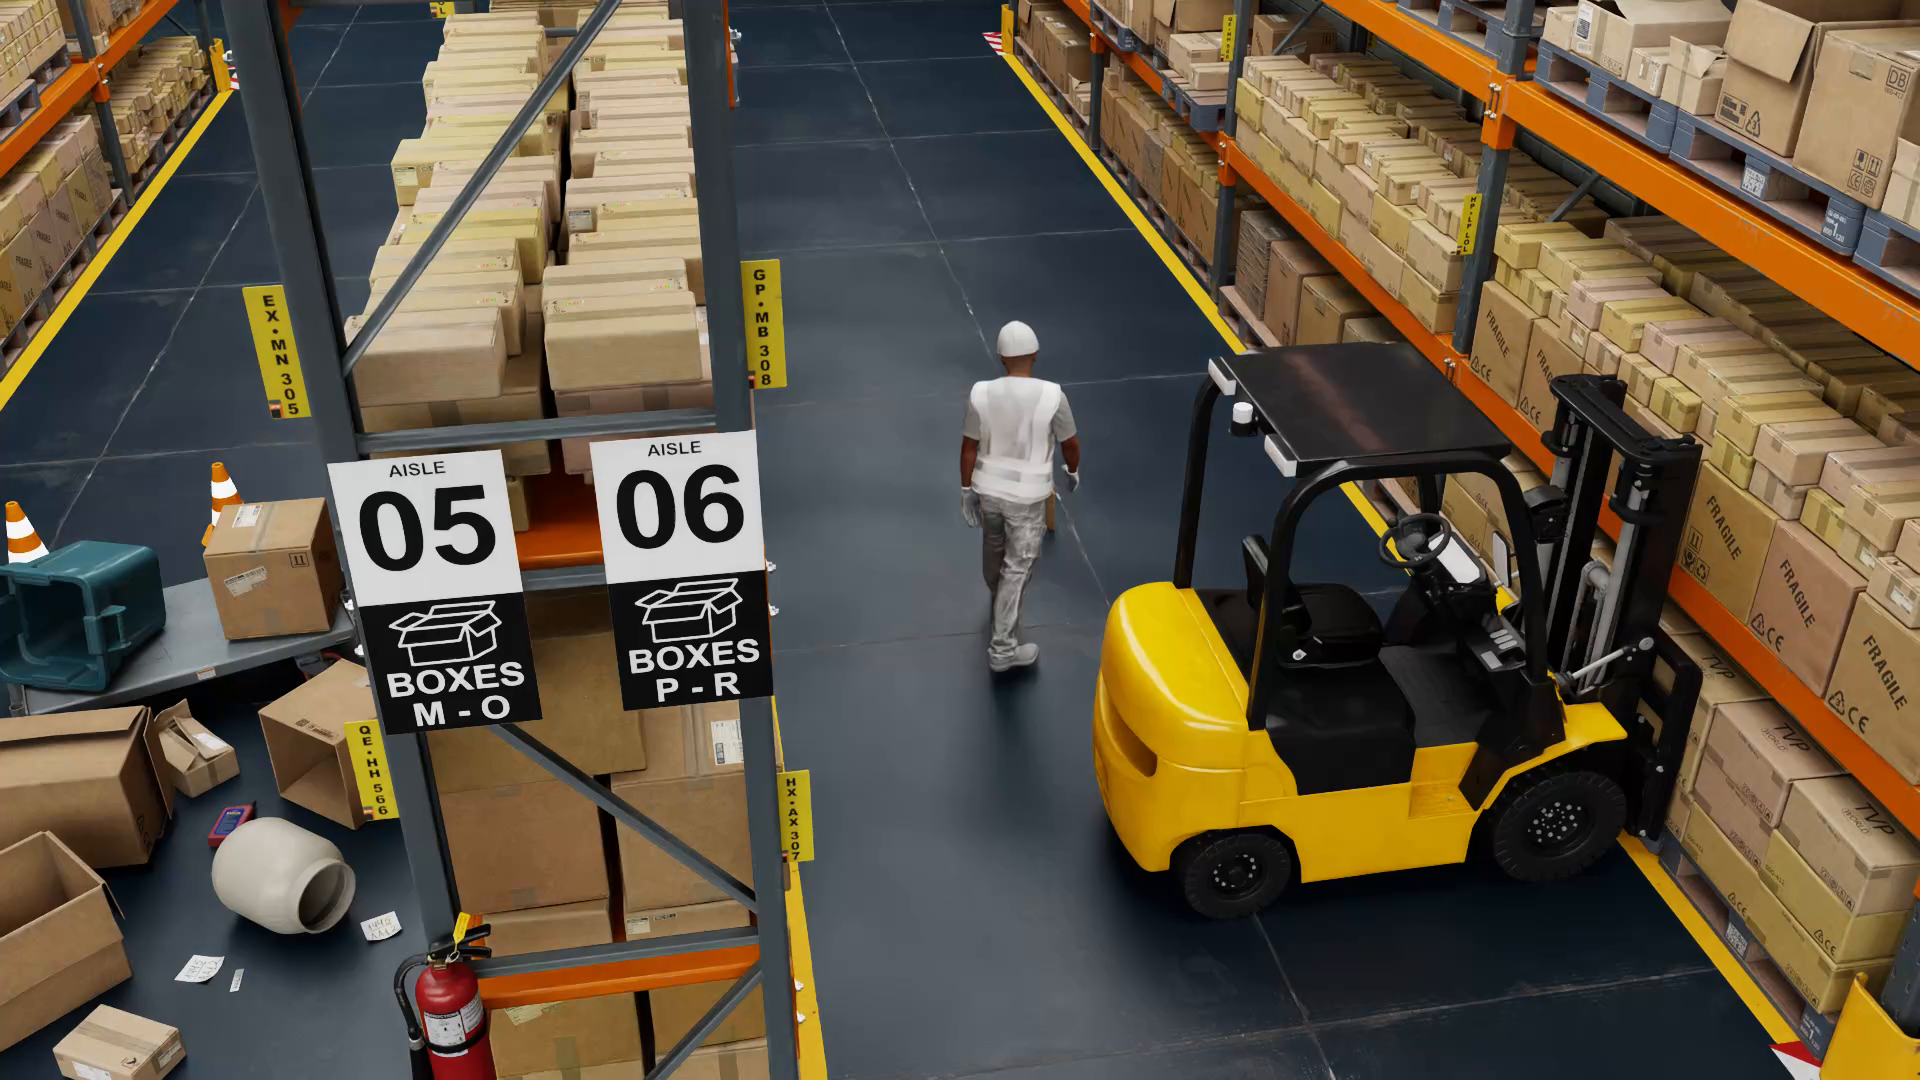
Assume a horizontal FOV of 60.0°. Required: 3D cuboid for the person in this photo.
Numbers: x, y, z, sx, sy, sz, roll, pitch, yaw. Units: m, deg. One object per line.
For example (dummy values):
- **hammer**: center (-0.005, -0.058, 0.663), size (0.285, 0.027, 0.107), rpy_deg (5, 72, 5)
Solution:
- **person**: center (0.291, -0.273, 8.613), size (0.556, 1.721, 1.003), rpy_deg (14, 33, 22)
